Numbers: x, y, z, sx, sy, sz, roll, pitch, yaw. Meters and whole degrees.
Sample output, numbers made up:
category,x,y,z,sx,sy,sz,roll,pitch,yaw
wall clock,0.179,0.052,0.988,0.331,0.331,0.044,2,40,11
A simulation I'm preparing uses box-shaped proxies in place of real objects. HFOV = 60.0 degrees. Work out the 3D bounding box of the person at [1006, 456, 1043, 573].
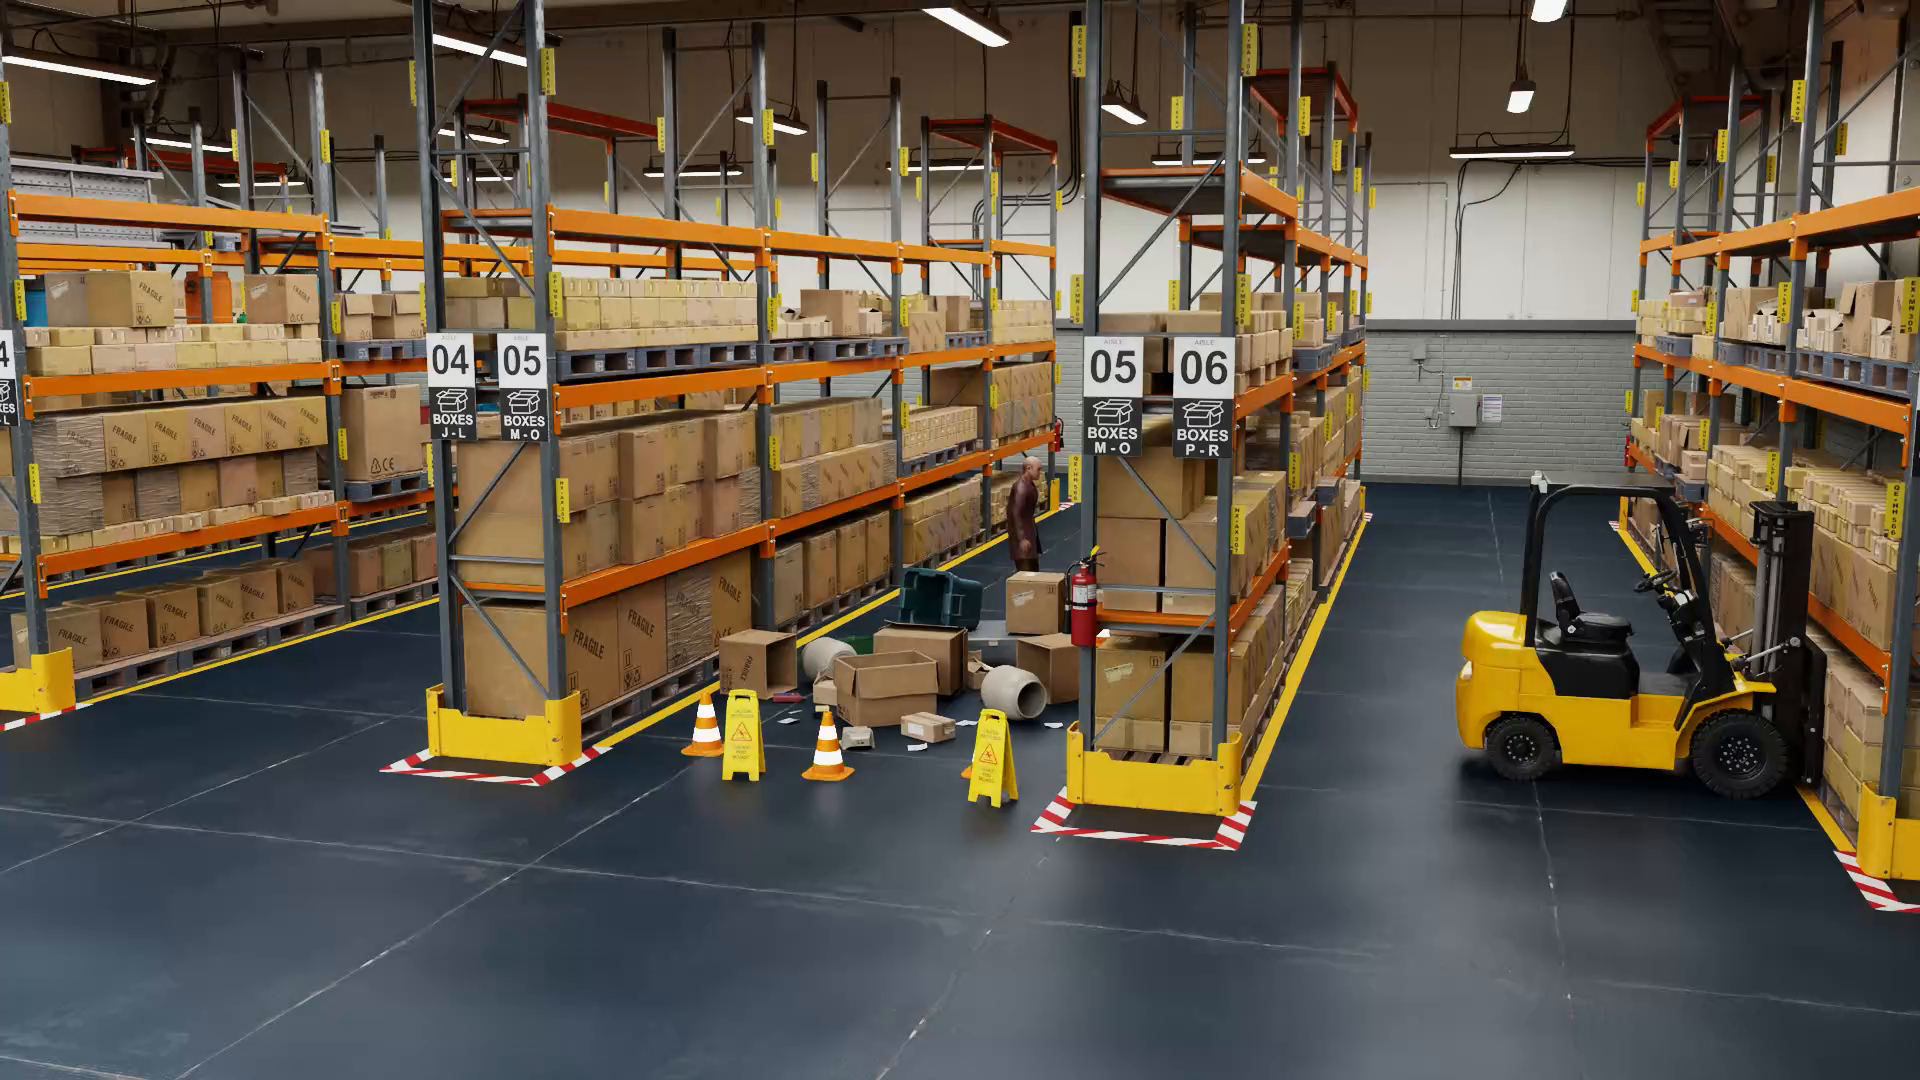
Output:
category,x,y,z,sx,sy,sz,roll,pitch,yaw
person,0.720,-0.022,18.038,0.424,1.773,0.641,2,8,14
